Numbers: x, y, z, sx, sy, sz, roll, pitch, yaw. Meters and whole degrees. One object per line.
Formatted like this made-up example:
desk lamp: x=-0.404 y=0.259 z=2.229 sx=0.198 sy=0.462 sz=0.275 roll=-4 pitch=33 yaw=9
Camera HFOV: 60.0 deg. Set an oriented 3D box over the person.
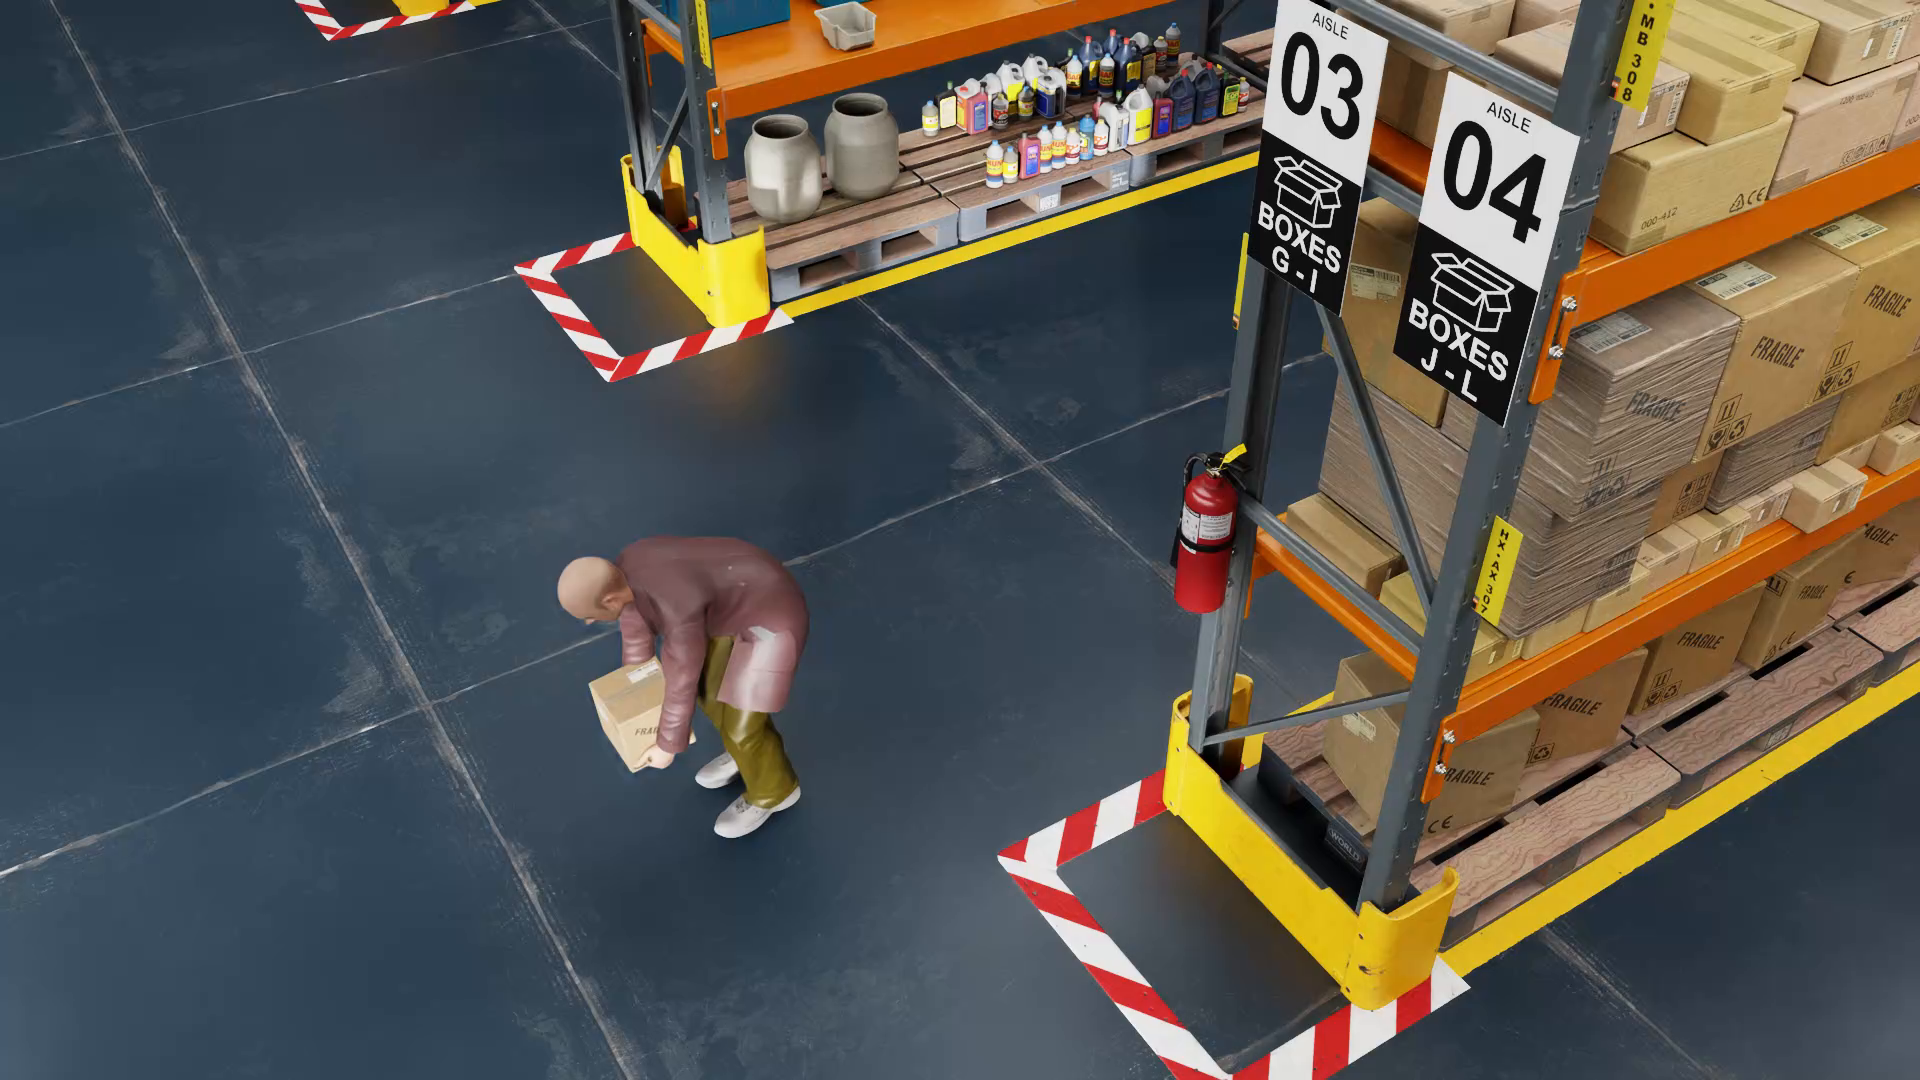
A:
person: x=-0.917 y=0.449 z=5.859 sx=0.804 sy=1.497 sz=0.547 roll=-24 pitch=46 yaw=-25
